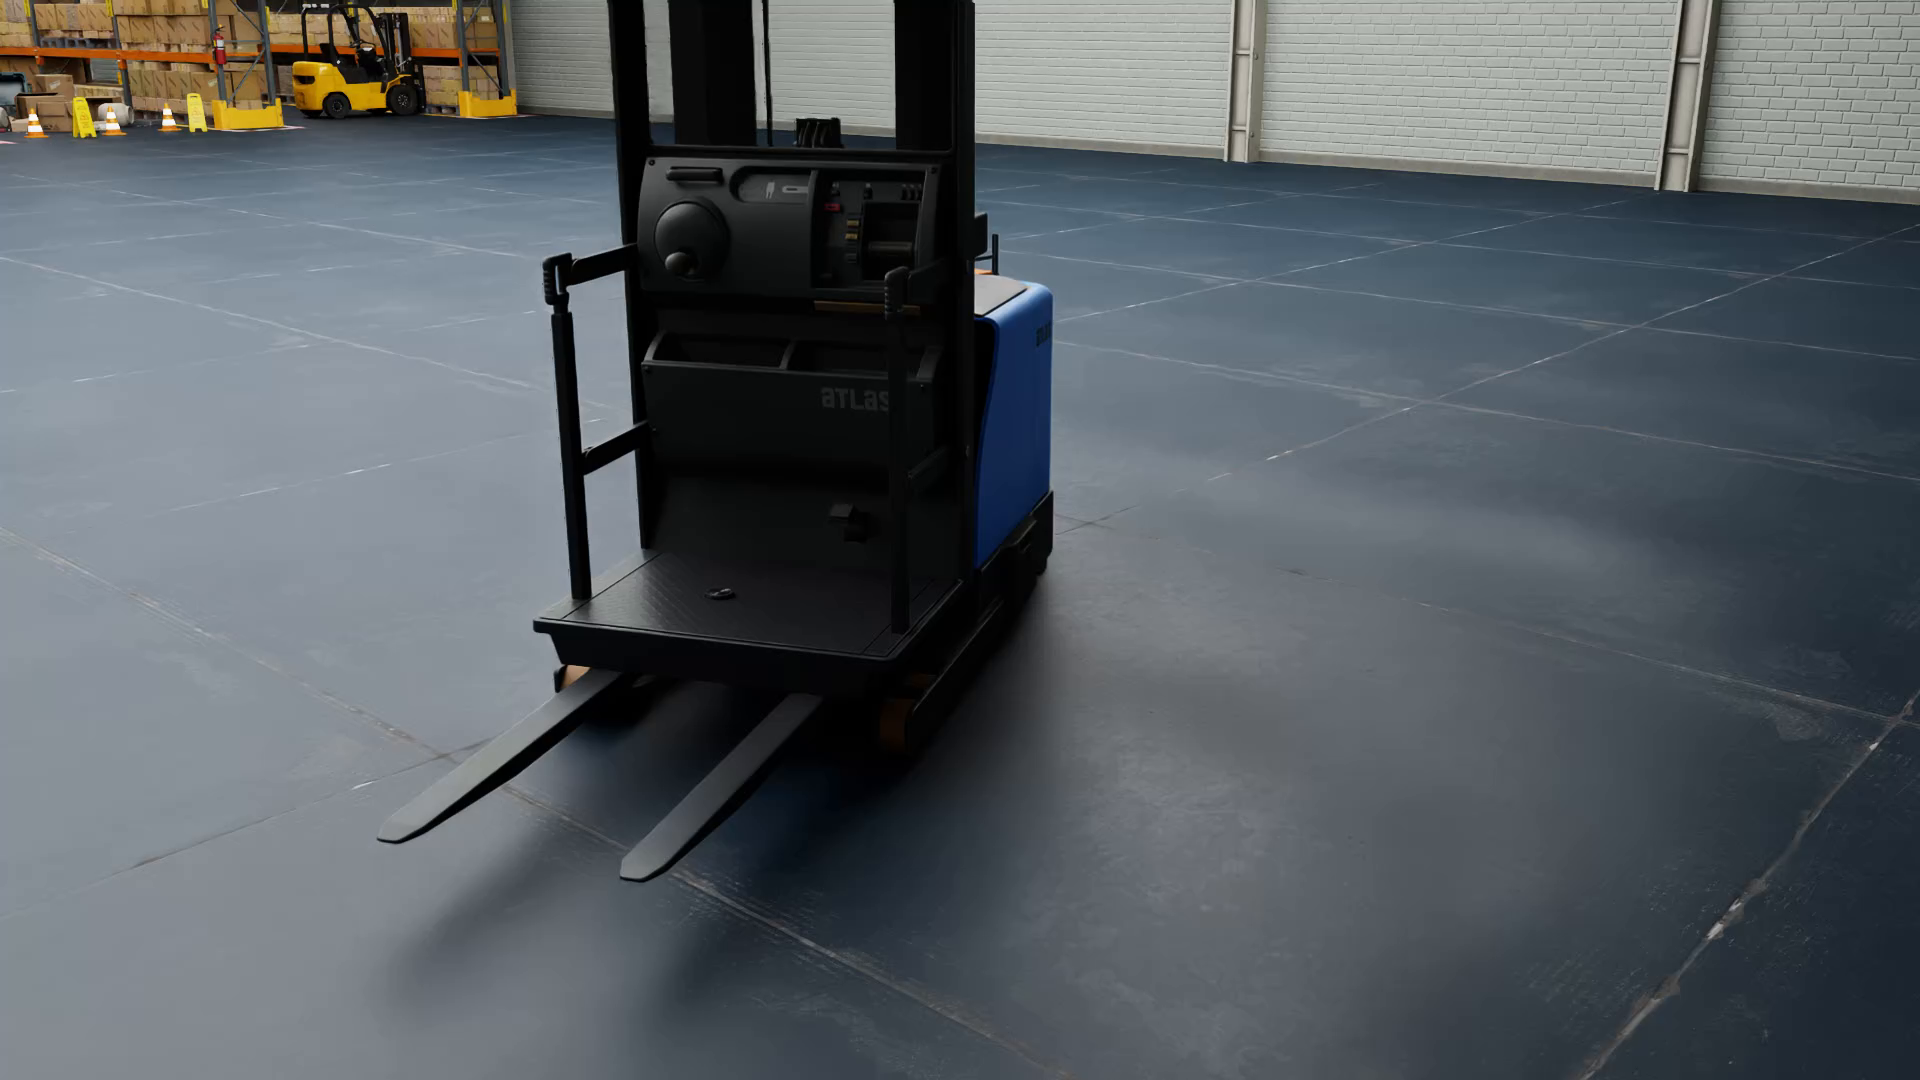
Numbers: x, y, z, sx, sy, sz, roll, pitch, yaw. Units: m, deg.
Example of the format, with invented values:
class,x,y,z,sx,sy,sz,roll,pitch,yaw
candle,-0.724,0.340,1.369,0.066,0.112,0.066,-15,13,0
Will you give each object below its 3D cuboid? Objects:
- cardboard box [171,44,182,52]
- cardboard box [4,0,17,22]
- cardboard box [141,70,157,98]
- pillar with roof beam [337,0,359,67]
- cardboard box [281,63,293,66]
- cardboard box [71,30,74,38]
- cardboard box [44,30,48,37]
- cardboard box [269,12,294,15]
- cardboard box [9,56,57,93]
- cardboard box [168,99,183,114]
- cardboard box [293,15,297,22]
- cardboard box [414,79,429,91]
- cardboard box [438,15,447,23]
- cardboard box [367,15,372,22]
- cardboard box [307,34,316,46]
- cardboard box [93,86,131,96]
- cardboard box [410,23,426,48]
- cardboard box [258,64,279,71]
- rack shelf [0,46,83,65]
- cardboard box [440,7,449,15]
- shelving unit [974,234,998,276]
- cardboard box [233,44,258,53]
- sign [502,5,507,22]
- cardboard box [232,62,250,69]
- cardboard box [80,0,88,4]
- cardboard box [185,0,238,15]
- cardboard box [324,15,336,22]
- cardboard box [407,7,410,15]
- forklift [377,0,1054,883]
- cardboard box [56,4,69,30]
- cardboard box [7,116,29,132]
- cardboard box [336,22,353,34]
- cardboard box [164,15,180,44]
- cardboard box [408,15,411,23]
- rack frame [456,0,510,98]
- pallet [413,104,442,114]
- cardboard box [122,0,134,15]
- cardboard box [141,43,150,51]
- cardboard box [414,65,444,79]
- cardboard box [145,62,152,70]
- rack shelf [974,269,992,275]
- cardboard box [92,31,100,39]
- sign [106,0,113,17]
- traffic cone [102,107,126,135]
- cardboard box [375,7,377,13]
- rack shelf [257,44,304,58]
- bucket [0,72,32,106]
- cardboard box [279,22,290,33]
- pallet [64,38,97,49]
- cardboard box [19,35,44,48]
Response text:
class,x,y,z,sx,sy,sz,roll,pitch,yaw
cardboard box,-14.289,-9.066,30.636,0.250,0.149,0.380,15,23,39
cardboard box,-19.797,-11.195,35.109,0.500,0.500,0.500,16,23,40
cardboard box,-15.186,-8.684,31.628,0.500,0.500,0.500,16,24,41
pillar with roof beam,-16.840,-13.476,34.198,0.400,9.000,9.100,15,23,39
cardboard box,-15.739,-11.142,39.125,0.250,0.149,0.380,17,24,42
cardboard box,-17.703,-10.229,33.607,0.250,0.149,0.380,16,24,41
cardboard box,-18.728,-10.498,34.452,0.250,0.149,0.380,13,22,36
cardboard box,-15.837,-12.035,38.715,0.500,0.500,0.500,16,24,42
cardboard box,-19.973,-10.050,36.137,0.875,0.875,0.875,15,23,40
cardboard box,-14.425,-8.119,31.087,0.500,0.250,0.500,14,22,37
cardboard box,-14.691,-11.682,37.225,0.250,0.149,0.380,15,23,40
cardboard box,-10.912,-9.399,34.294,0.500,0.250,0.500,14,23,38
cardboard box,-10.228,-10.450,33.342,0.250,0.149,0.380,16,23,40
cardboard box,-12.305,-11.027,35.161,0.250,0.149,0.380,16,23,41
cardboard box,-14.236,-11.124,36.952,0.500,0.250,0.500,16,24,41
cardboard box,-16.790,-8.917,33.401,0.950,0.372,0.625,-17,24,-42
cardboard box,-10.880,-10.338,34.063,0.500,0.500,0.500,14,23,38
cardboard box,-16.093,-11.008,38.705,0.250,0.149,0.380,14,22,37
rack shelf,-20.344,-10.583,36.190,4.000,0.370,1.077,15,23,39
cardboard box,-10.185,-10.607,33.347,0.250,0.149,0.380,15,23,39
shelving unit,-0.123,-0.608,6.543,0.503,1.200,0.258,14,23,38
cardboard box,-12.981,-8.914,30.155,0.250,0.149,0.380,15,23,39
sign,-9.199,-10.617,33.544,0.005,0.325,0.100,15,23,39
cardboard box,-17.066,-11.281,39.564,0.250,0.149,0.380,14,22,37
cardboard box,-17.096,-10.647,32.778,0.250,0.149,0.380,14,22,37
cardboard box,-13.391,-9.638,29.710,0.500,0.500,0.700,14,23,38
cardboard box,-13.605,-11.352,36.185,0.250,0.149,0.380,14,22,38
cardboard box,-11.131,-10.872,34.180,0.250,0.149,0.380,15,23,40
forklift,-0.564,-0.921,4.667,1.130,2.935,3.031,5,18,16
cardboard box,-17.869,-10.563,33.586,0.500,0.500,0.500,16,23,40
cardboard box,-16.558,-7.350,29.331,0.396,0.266,0.258,-13,22,-36
cardboard box,-13.101,-11.053,35.901,0.500,0.250,0.500,14,23,38
cardboard box,-14.196,-9.357,30.480,0.500,0.500,0.500,15,23,39
cardboard box,-11.120,-10.728,34.218,0.250,0.149,0.380,15,23,39
rack frame,-9.572,-10.042,33.295,0.127,3.000,1.000,15,23,39
pallet,-11.080,-9.102,34.943,1.213,0.211,1.003,15,23,39
cardboard box,-15.303,-10.143,31.302,0.500,0.500,0.700,15,23,40
cardboard box,-15.229,-9.323,31.445,0.250,0.149,0.380,16,24,41
cardboard box,-10.893,-9.630,34.196,0.500,0.250,0.500,15,23,40
cardboard box,-15.155,-8.957,31.414,0.250,0.149,0.380,16,24,41
rack shelf,-0.124,-0.982,6.423,0.480,0.148,0.258,14,23,38
cardboard box,-16.826,-9.943,32.705,0.250,0.149,0.380,15,23,38
sign,-16.222,-10.147,31.712,0.005,0.325,0.100,15,23,39
traffic cone,-14.524,-7.184,28.484,0.334,0.463,0.336,15,23,39
cardboard box,-12.070,-11.132,34.999,0.250,0.149,0.380,14,23,38
rack shelf,-17.052,-11.707,39.731,4.000,0.370,1.077,15,23,39
bucket,-17.434,-8.240,30.515,0.726,0.611,0.620,-9,10,-27
cardboard box,-15.012,-11.570,37.531,0.500,0.250,0.500,16,24,41
pallet,-17.340,-10.045,33.621,1.213,0.211,1.003,15,23,39
cardboard box,-19.398,-10.496,34.973,0.500,0.250,0.500,14,22,37
